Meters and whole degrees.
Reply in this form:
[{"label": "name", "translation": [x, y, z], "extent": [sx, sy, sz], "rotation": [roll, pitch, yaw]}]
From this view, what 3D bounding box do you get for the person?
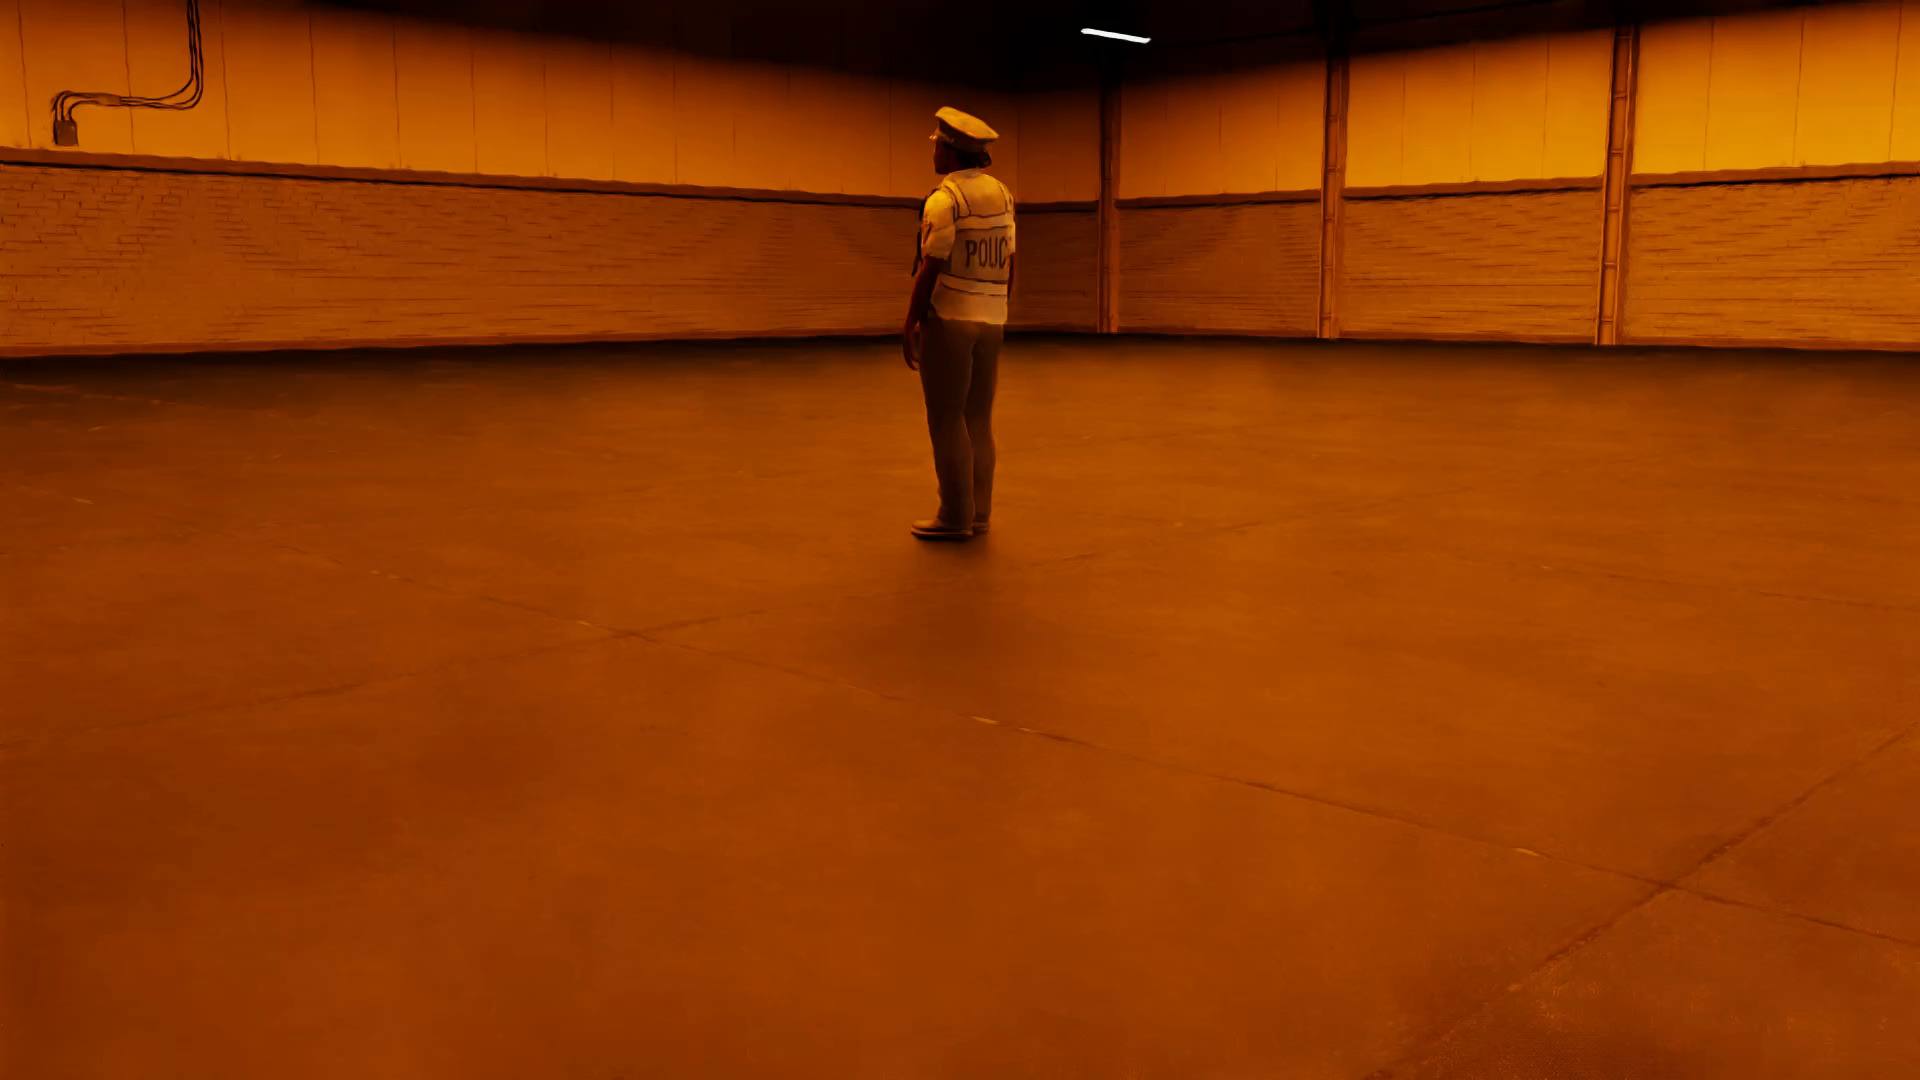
[{"label": "person", "translation": [-0.040, -0.855, 6.656], "extent": [0.529, 1.695, 0.570], "rotation": [8, 12, 43]}]
